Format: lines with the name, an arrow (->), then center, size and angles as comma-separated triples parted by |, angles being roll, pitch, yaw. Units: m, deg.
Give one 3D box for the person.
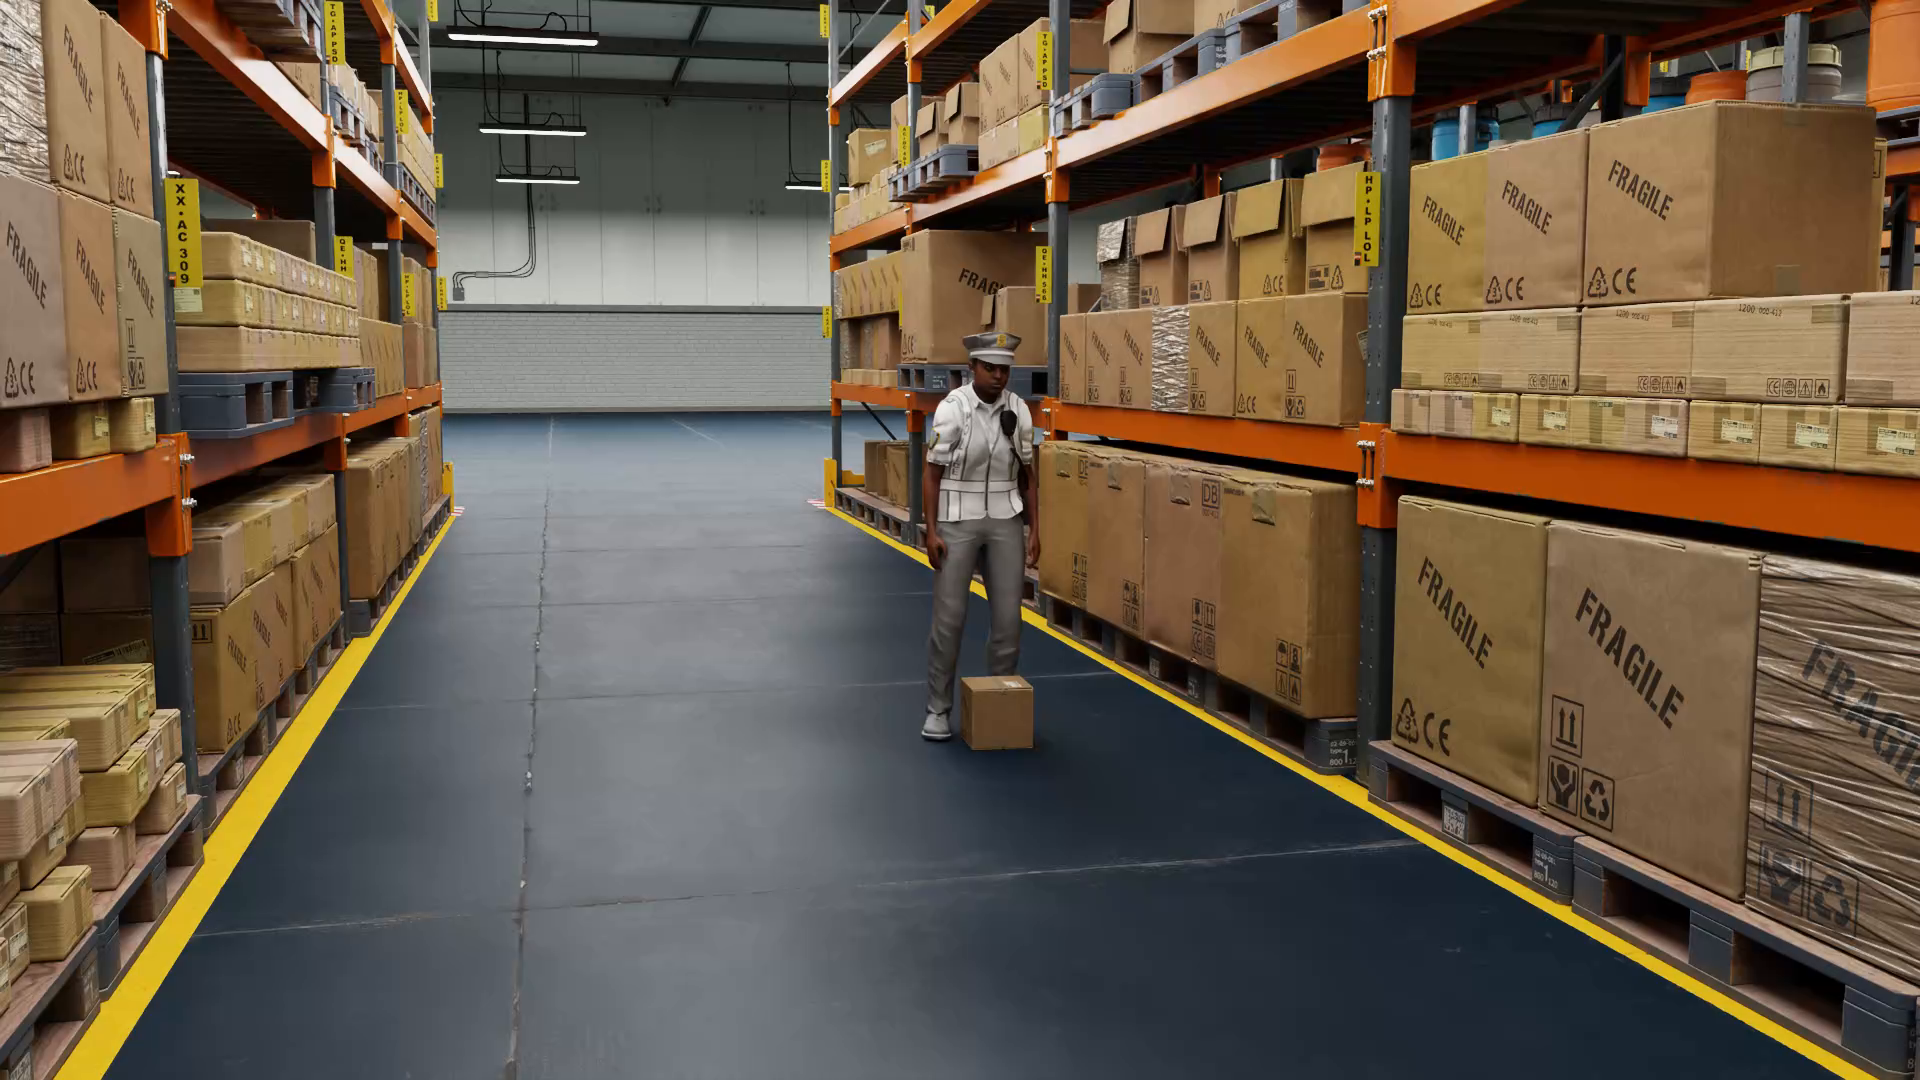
person -> 0.078, -0.026, 6.900 | 0.532, 1.664, 0.391 | -2, 6, -16
